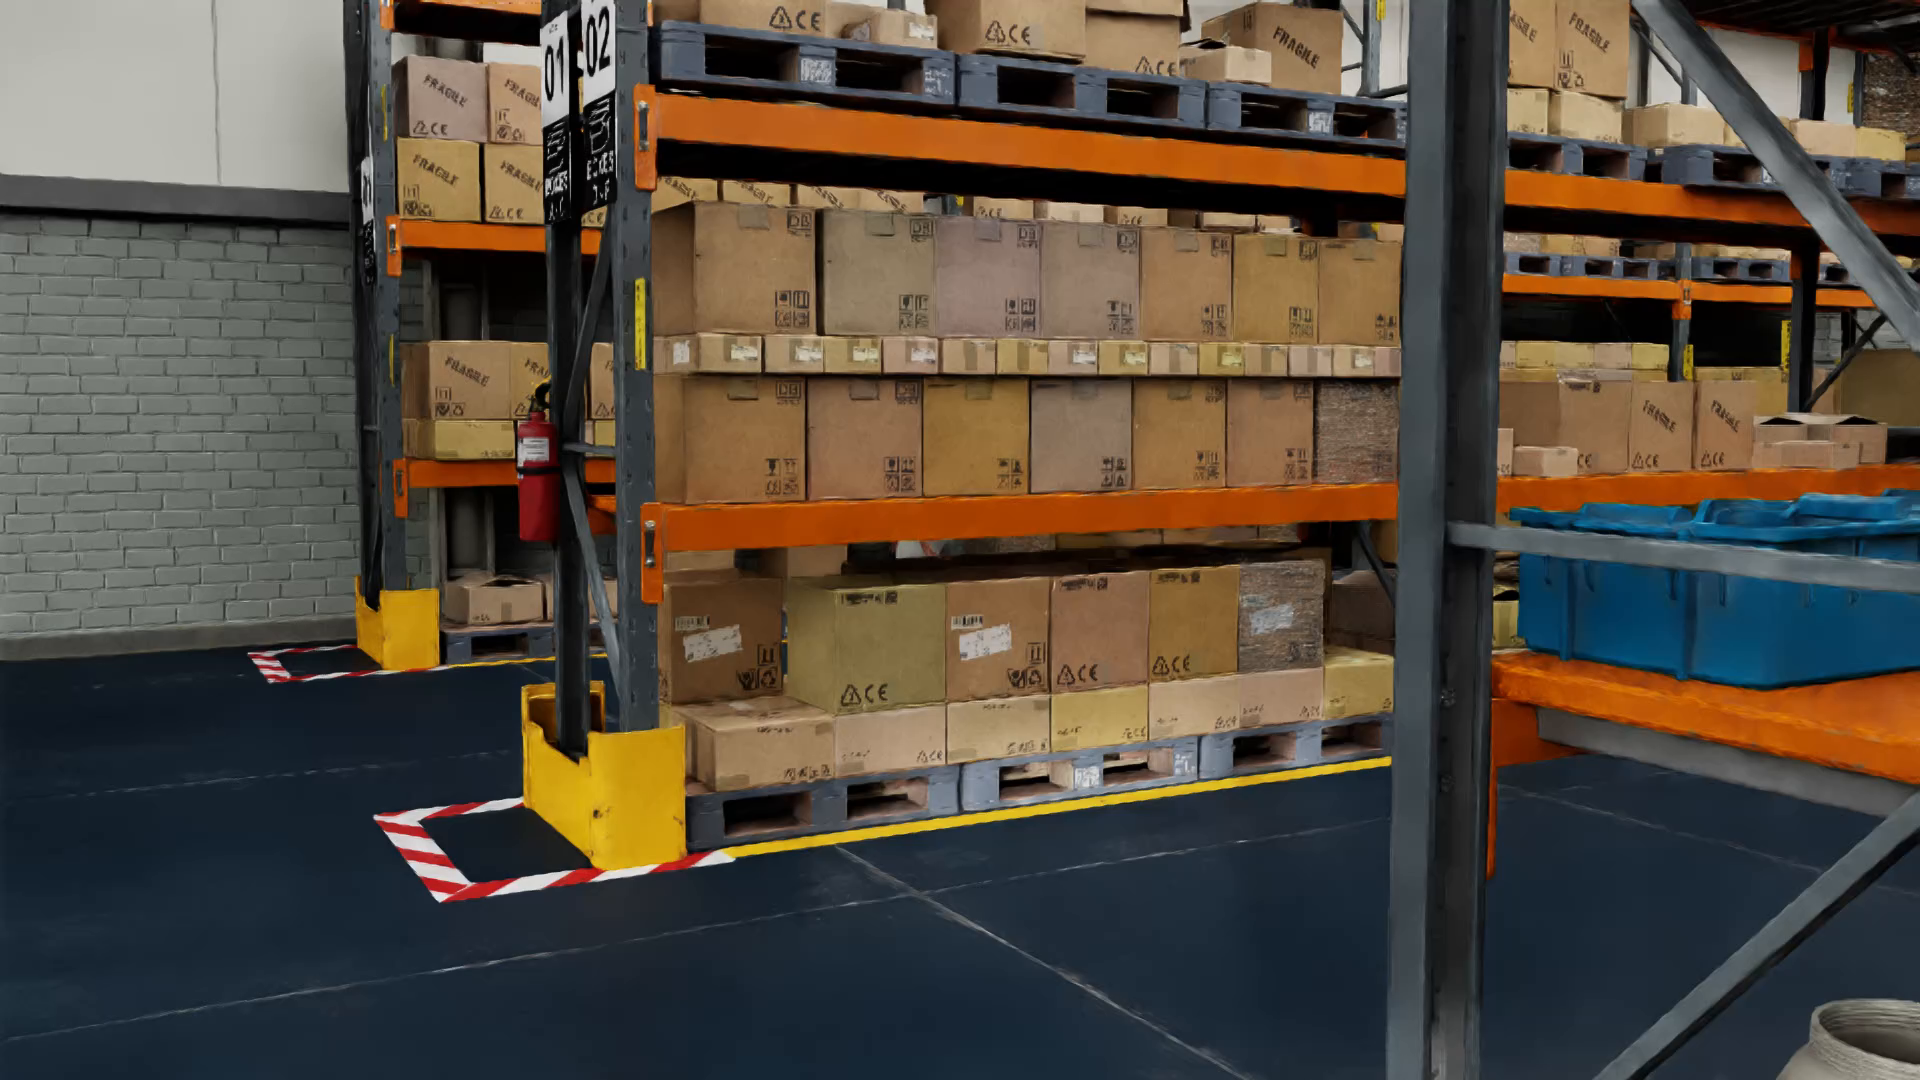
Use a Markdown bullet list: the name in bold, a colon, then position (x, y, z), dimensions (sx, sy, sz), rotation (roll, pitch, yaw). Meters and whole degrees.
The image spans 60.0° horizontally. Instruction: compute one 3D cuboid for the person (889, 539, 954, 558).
- **person**: position (-0.223, -0.050, 10.490), dimensions (0.603, 1.695, 0.827), rotation (1, 5, 15)
